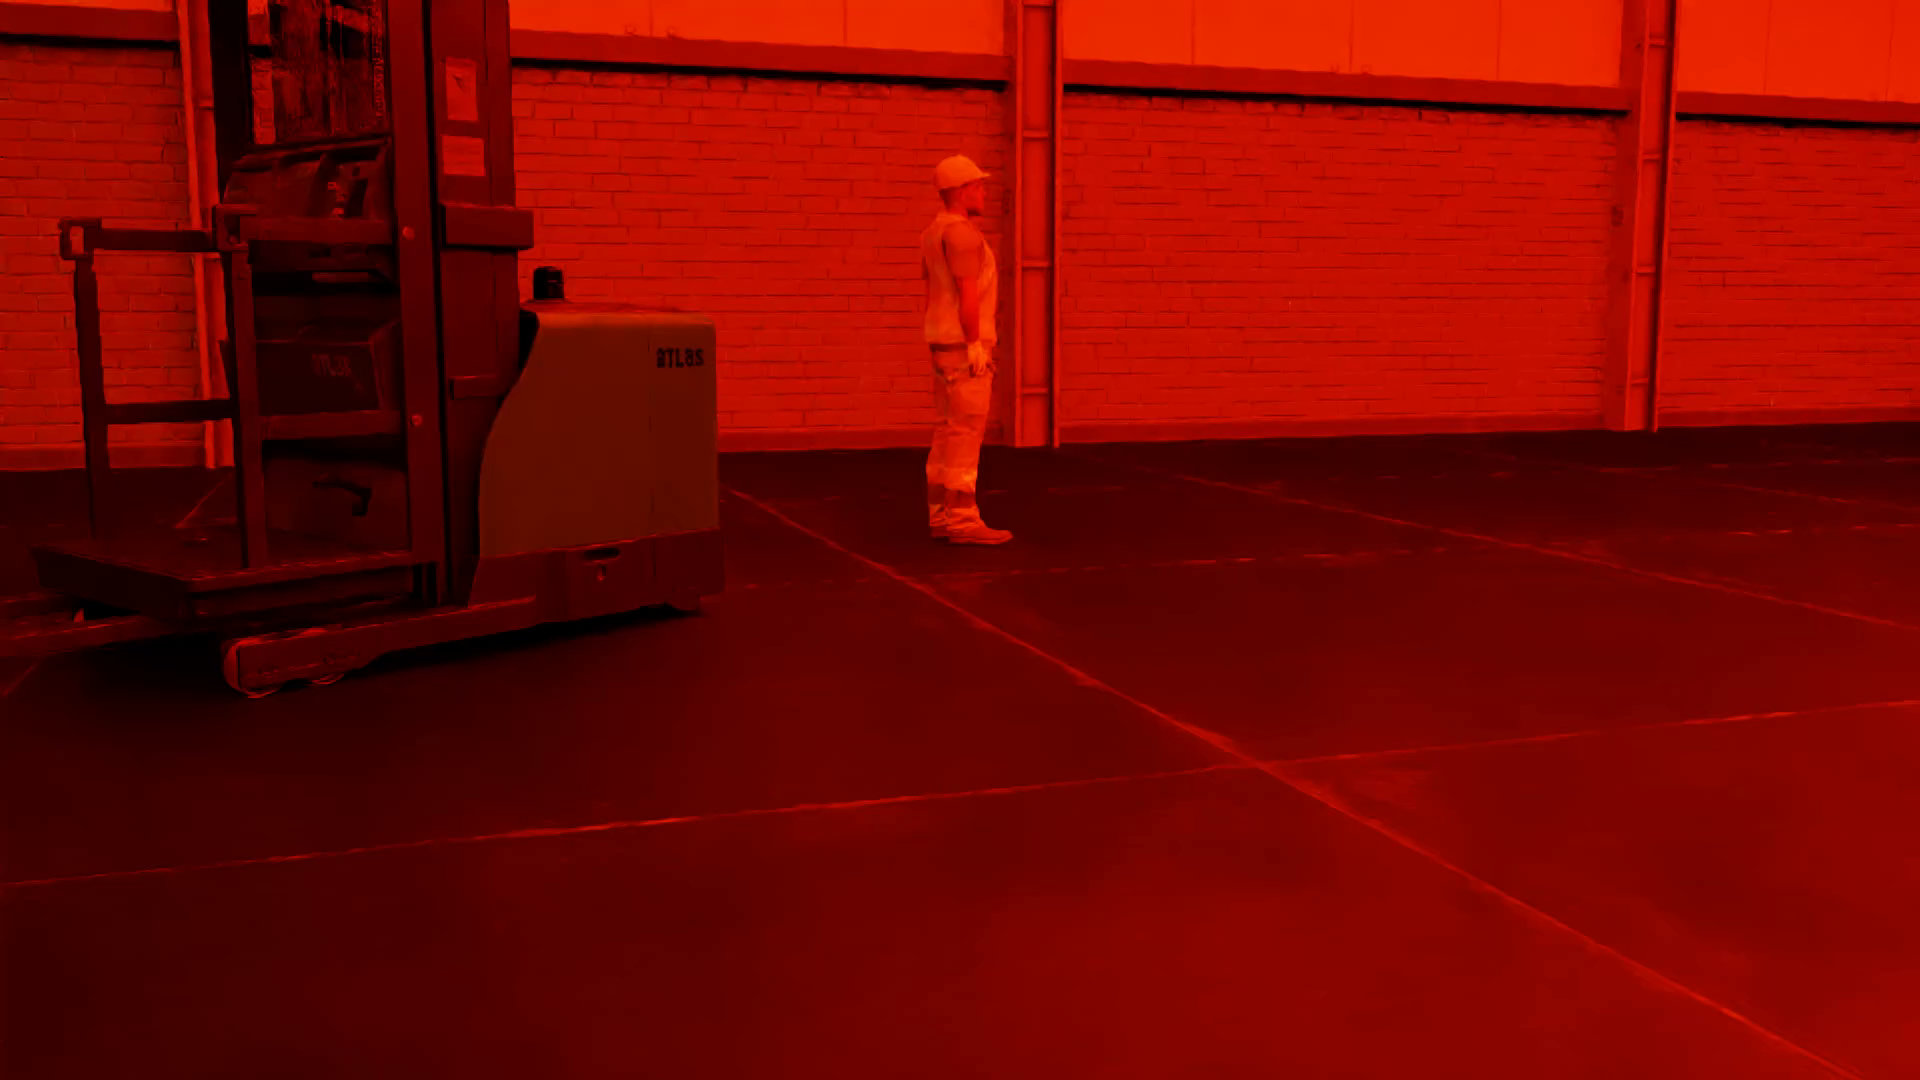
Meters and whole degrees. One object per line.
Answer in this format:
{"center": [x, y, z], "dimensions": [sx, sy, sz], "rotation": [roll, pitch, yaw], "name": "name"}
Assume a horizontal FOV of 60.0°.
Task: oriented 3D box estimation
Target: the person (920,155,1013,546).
{"center": [0.019, -0.889, 7.811], "dimensions": [0.349, 1.795, 0.540], "rotation": [-3, 8, -18], "name": "person"}

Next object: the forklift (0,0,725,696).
{"center": [-2.188, -1.087, 5.042], "dimensions": [1.130, 2.935, 3.031], "rotation": [6, 10, 40], "name": "forklift"}
